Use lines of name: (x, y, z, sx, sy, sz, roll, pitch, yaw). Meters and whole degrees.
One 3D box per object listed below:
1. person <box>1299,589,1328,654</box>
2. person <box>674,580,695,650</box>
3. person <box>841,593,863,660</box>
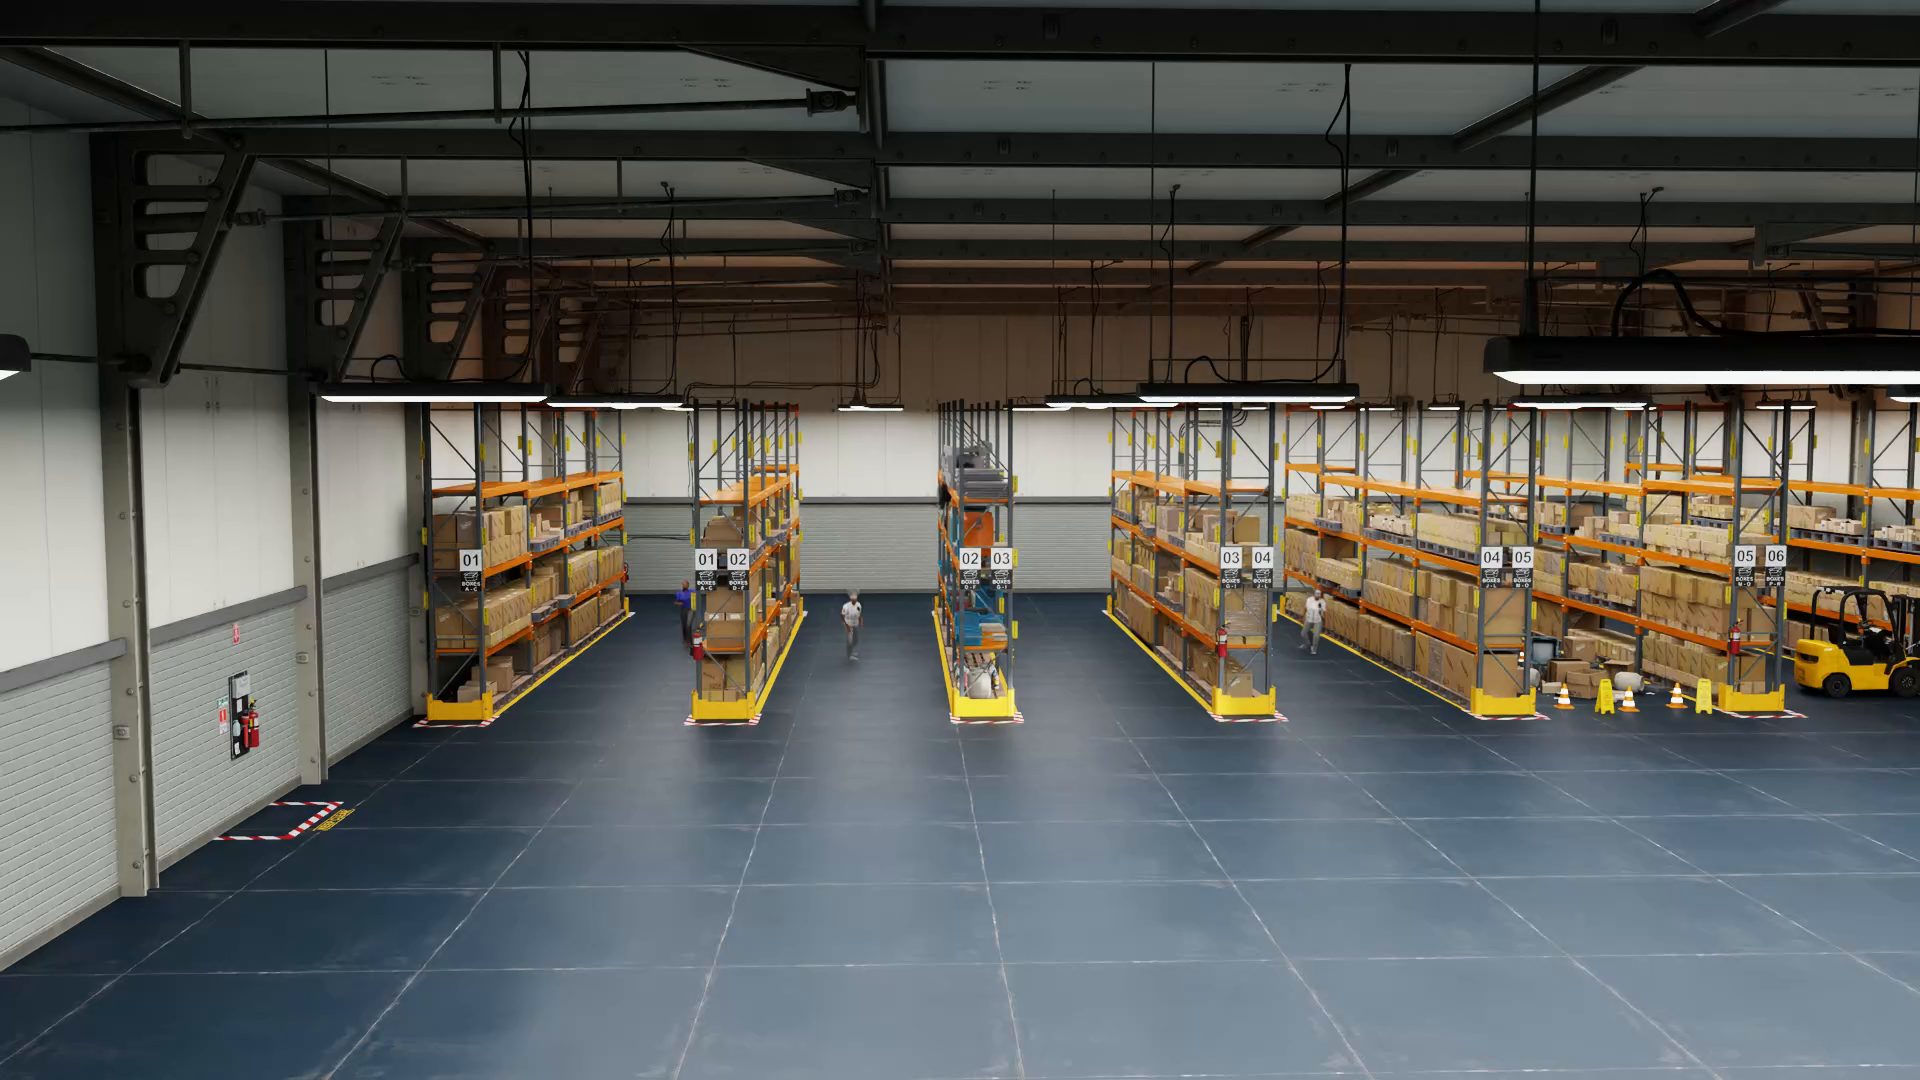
person: (8.405, 1.928, 39.518, 0.763, 1.582, 0.678, 2, 5, 25)
person: (-6.665, 1.815, 40.671, 0.569, 1.699, 0.898, 0, 4, 4)
person: (-2.537, 1.999, 38.725, 0.590, 1.620, 0.771, -3, 5, -34)
